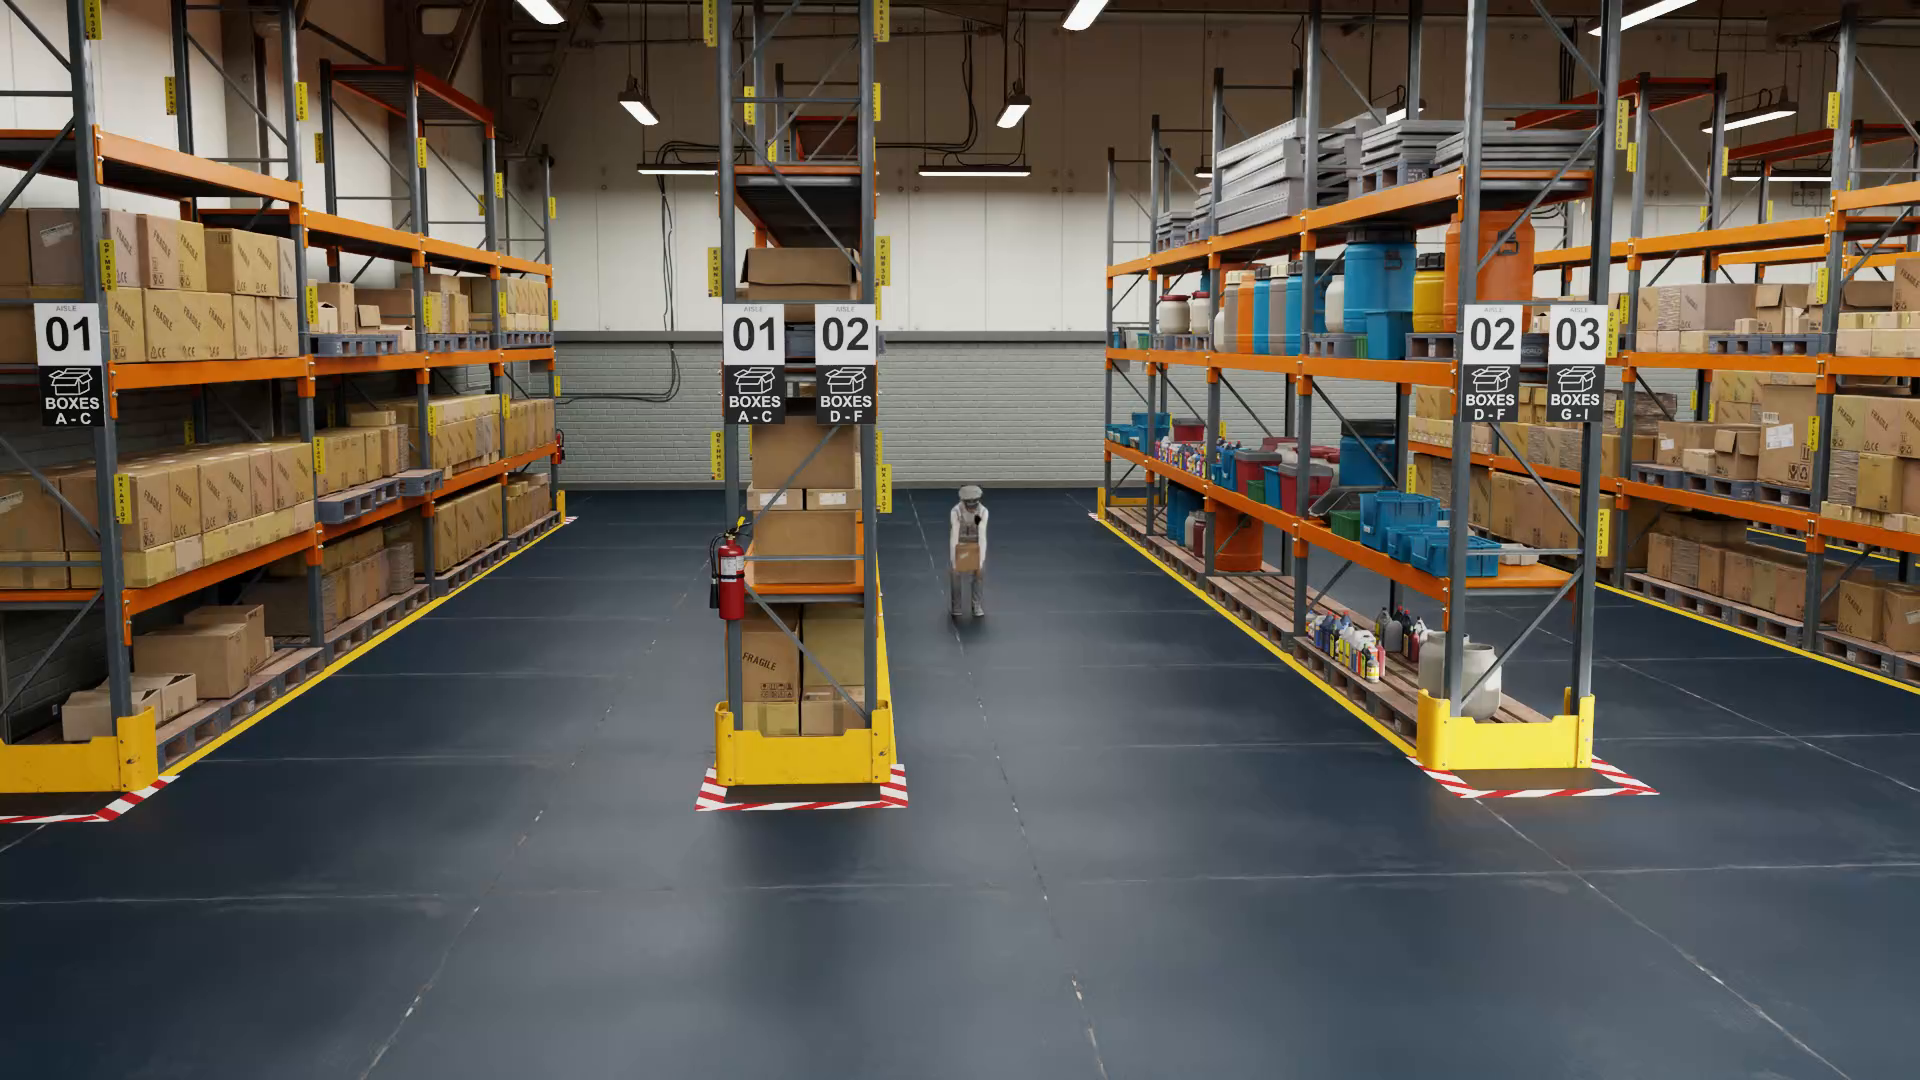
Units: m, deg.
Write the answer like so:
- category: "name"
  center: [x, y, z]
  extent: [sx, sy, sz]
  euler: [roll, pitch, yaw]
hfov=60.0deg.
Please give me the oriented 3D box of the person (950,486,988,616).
- category: "person"
  center: [0.093, 0.119, 17.774]
  extent: [0.412, 1.429, 0.813]
  euler: [-1, 7, -5]
